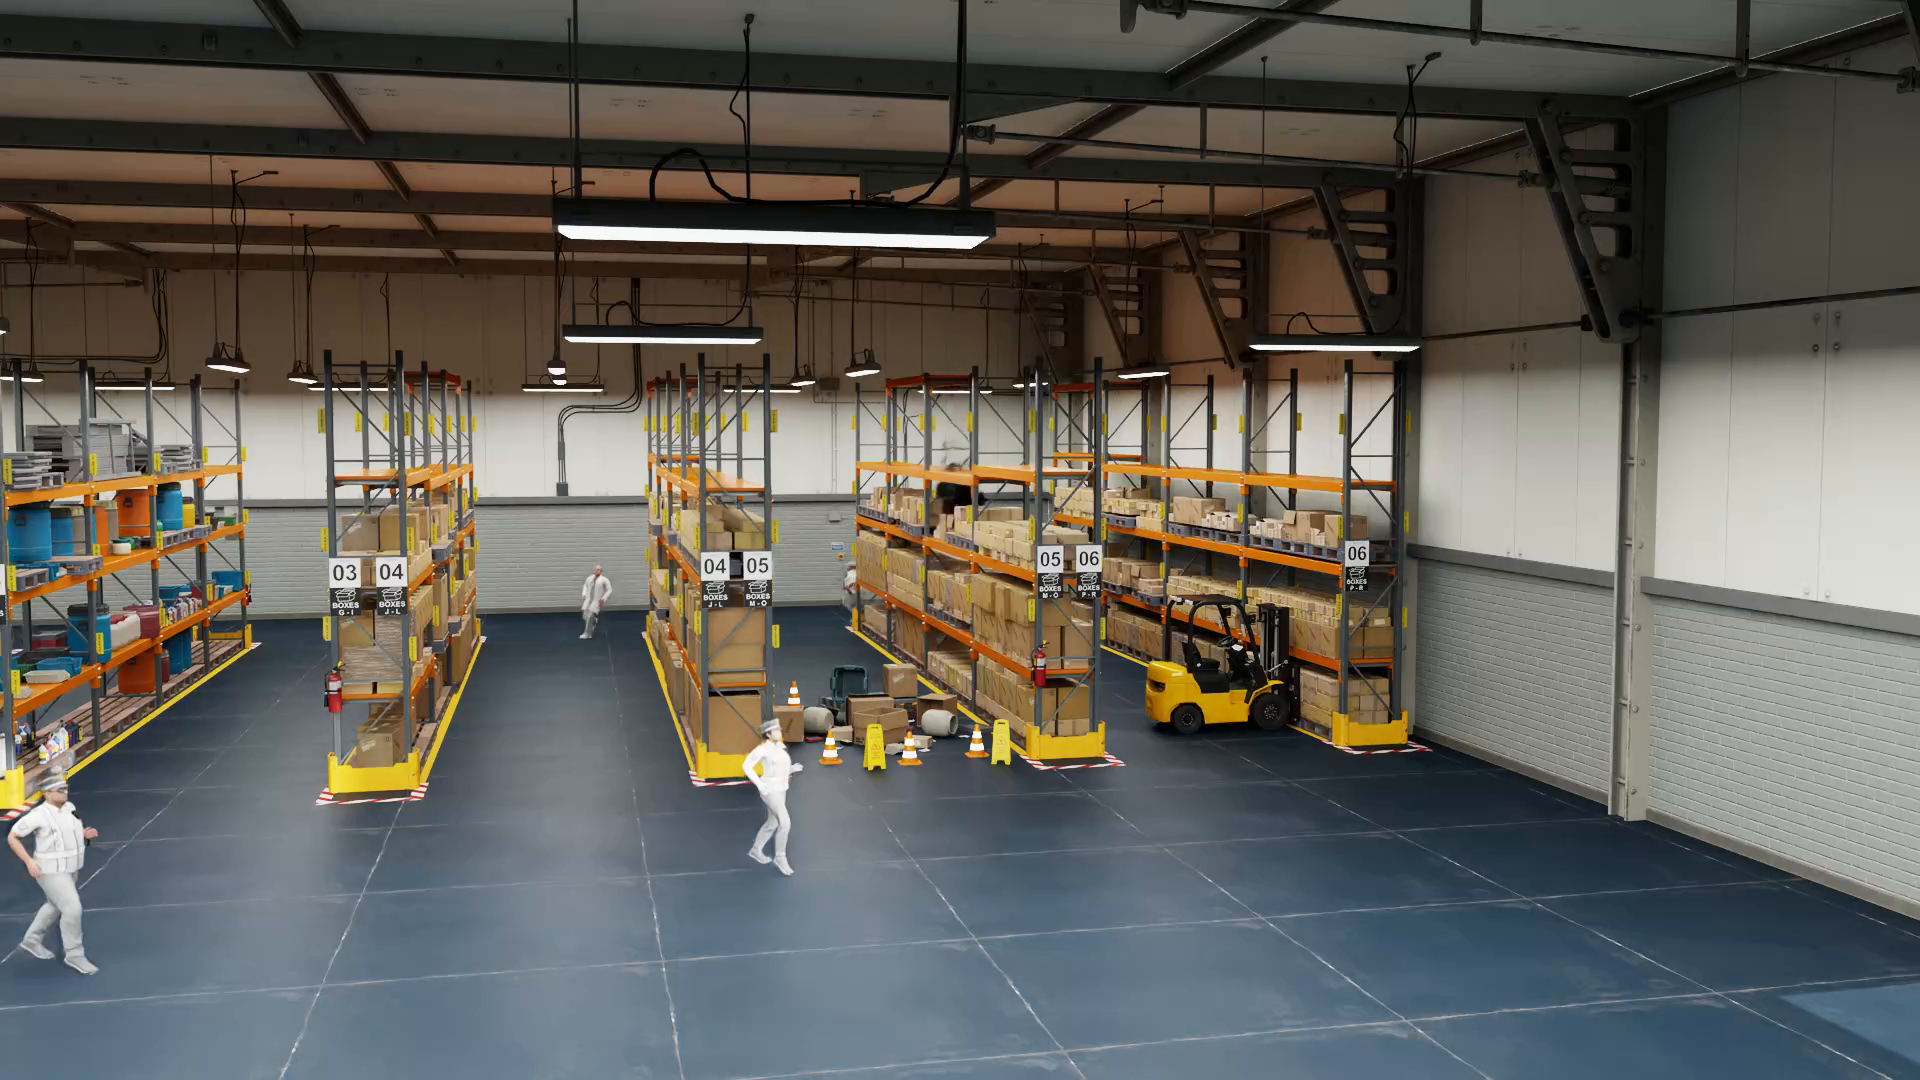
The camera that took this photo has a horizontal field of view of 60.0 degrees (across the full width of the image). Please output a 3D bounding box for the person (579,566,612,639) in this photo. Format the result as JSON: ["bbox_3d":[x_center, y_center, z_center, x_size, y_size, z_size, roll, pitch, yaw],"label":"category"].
[{"bbox_3d":[-8.504,1.447,38.890,0.761,1.702,0.672,1,4,18],"label":"person"}]

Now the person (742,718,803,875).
[{"bbox_3d":[-2.085,2.861,18.652,0.684,1.748,0.593,2,4,22],"label":"person"}]

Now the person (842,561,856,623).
[{"bbox_3d":[-2.744,1.308,41.728,0.517,1.586,0.698,0,4,5],"label":"person"}]

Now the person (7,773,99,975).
[{"bbox_3d":[-8.295,3.050,15.265,0.837,1.839,0.640,0,4,3],"label":"person"}]
